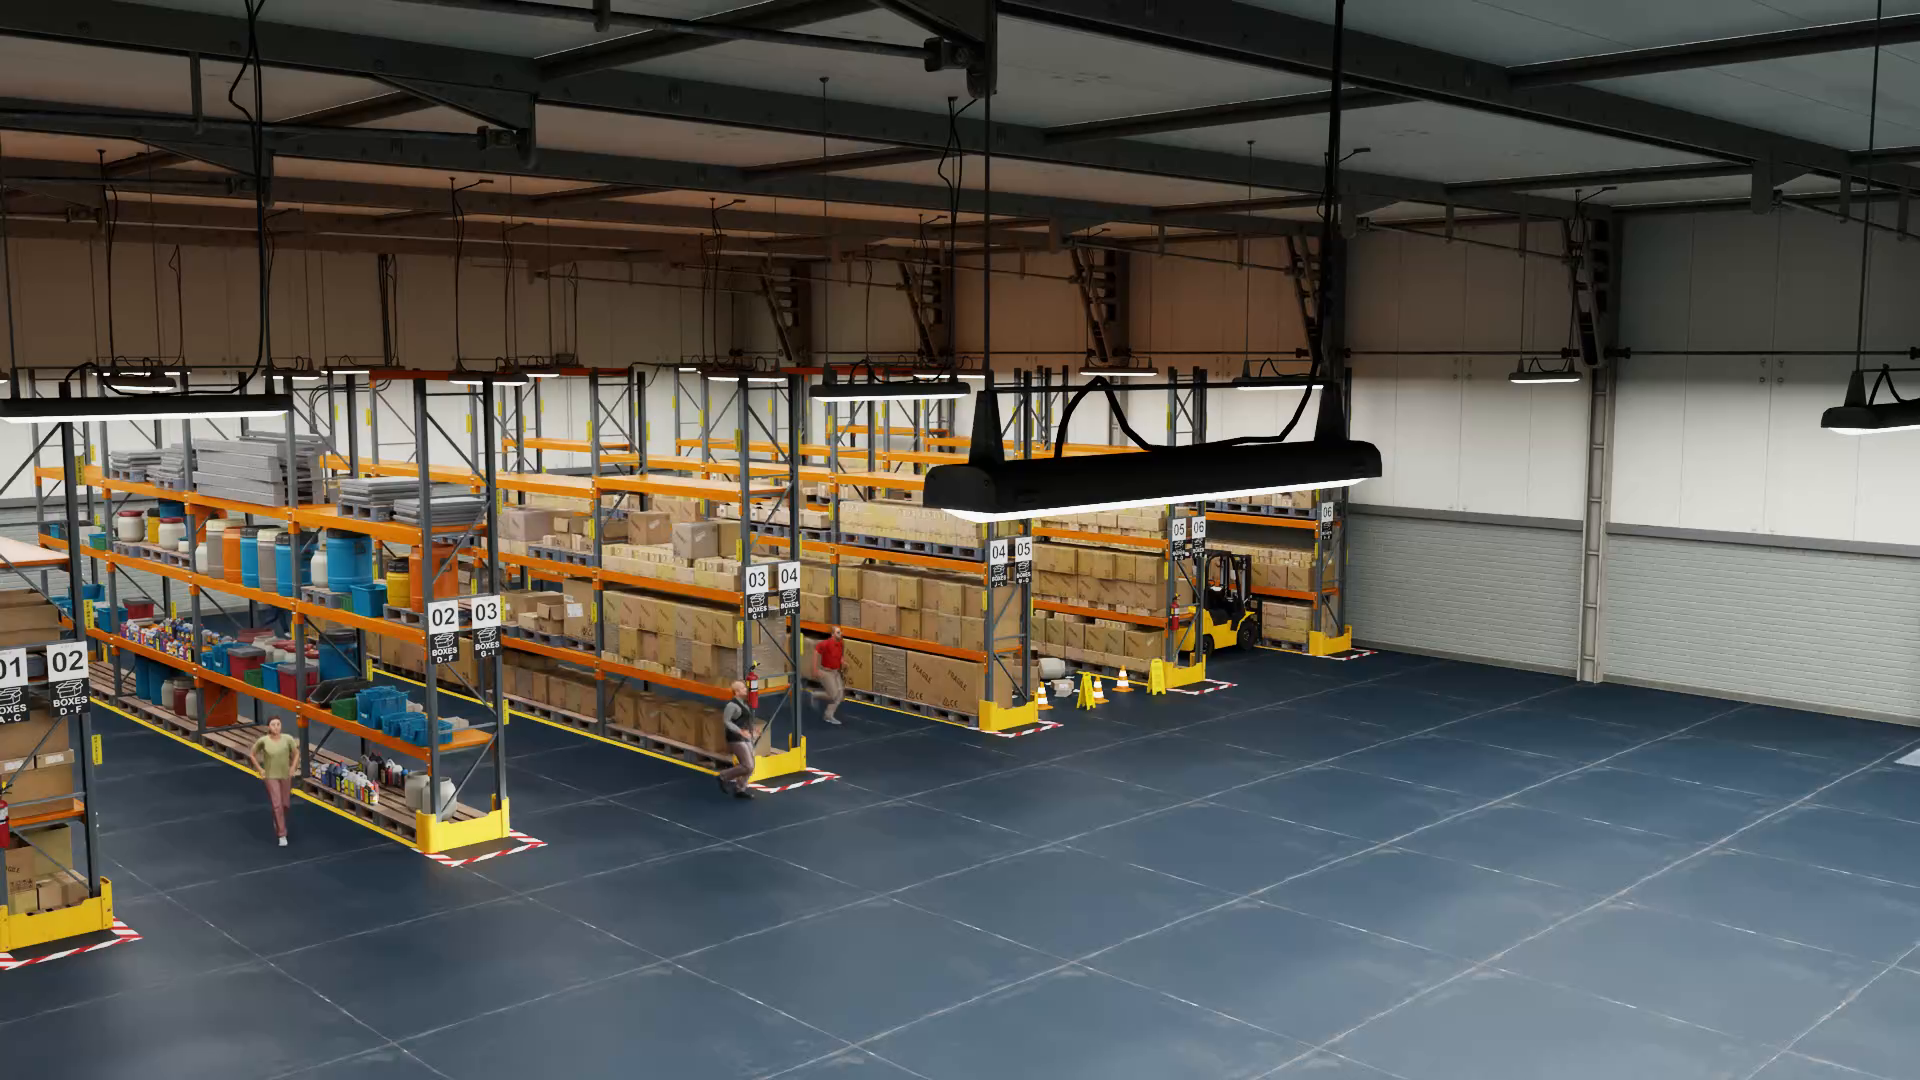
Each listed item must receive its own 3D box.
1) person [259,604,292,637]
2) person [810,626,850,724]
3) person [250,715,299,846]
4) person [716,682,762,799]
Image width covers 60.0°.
[{"bbox_3d":[-15.123,1.397,36.686,0.885,1.602,0.553,-4,8,-33],"label":"person"},{"bbox_3d":[-2.224,2.308,28.490,0.705,1.686,0.702,4,8,31],"label":"person"},{"bbox_3d":[-8.895,3.085,21.633,0.594,1.660,0.799,-4,8,-33],"label":"person"},{"bbox_3d":[-3.149,2.836,23.612,0.580,1.677,0.646,1,7,11],"label":"person"}]
